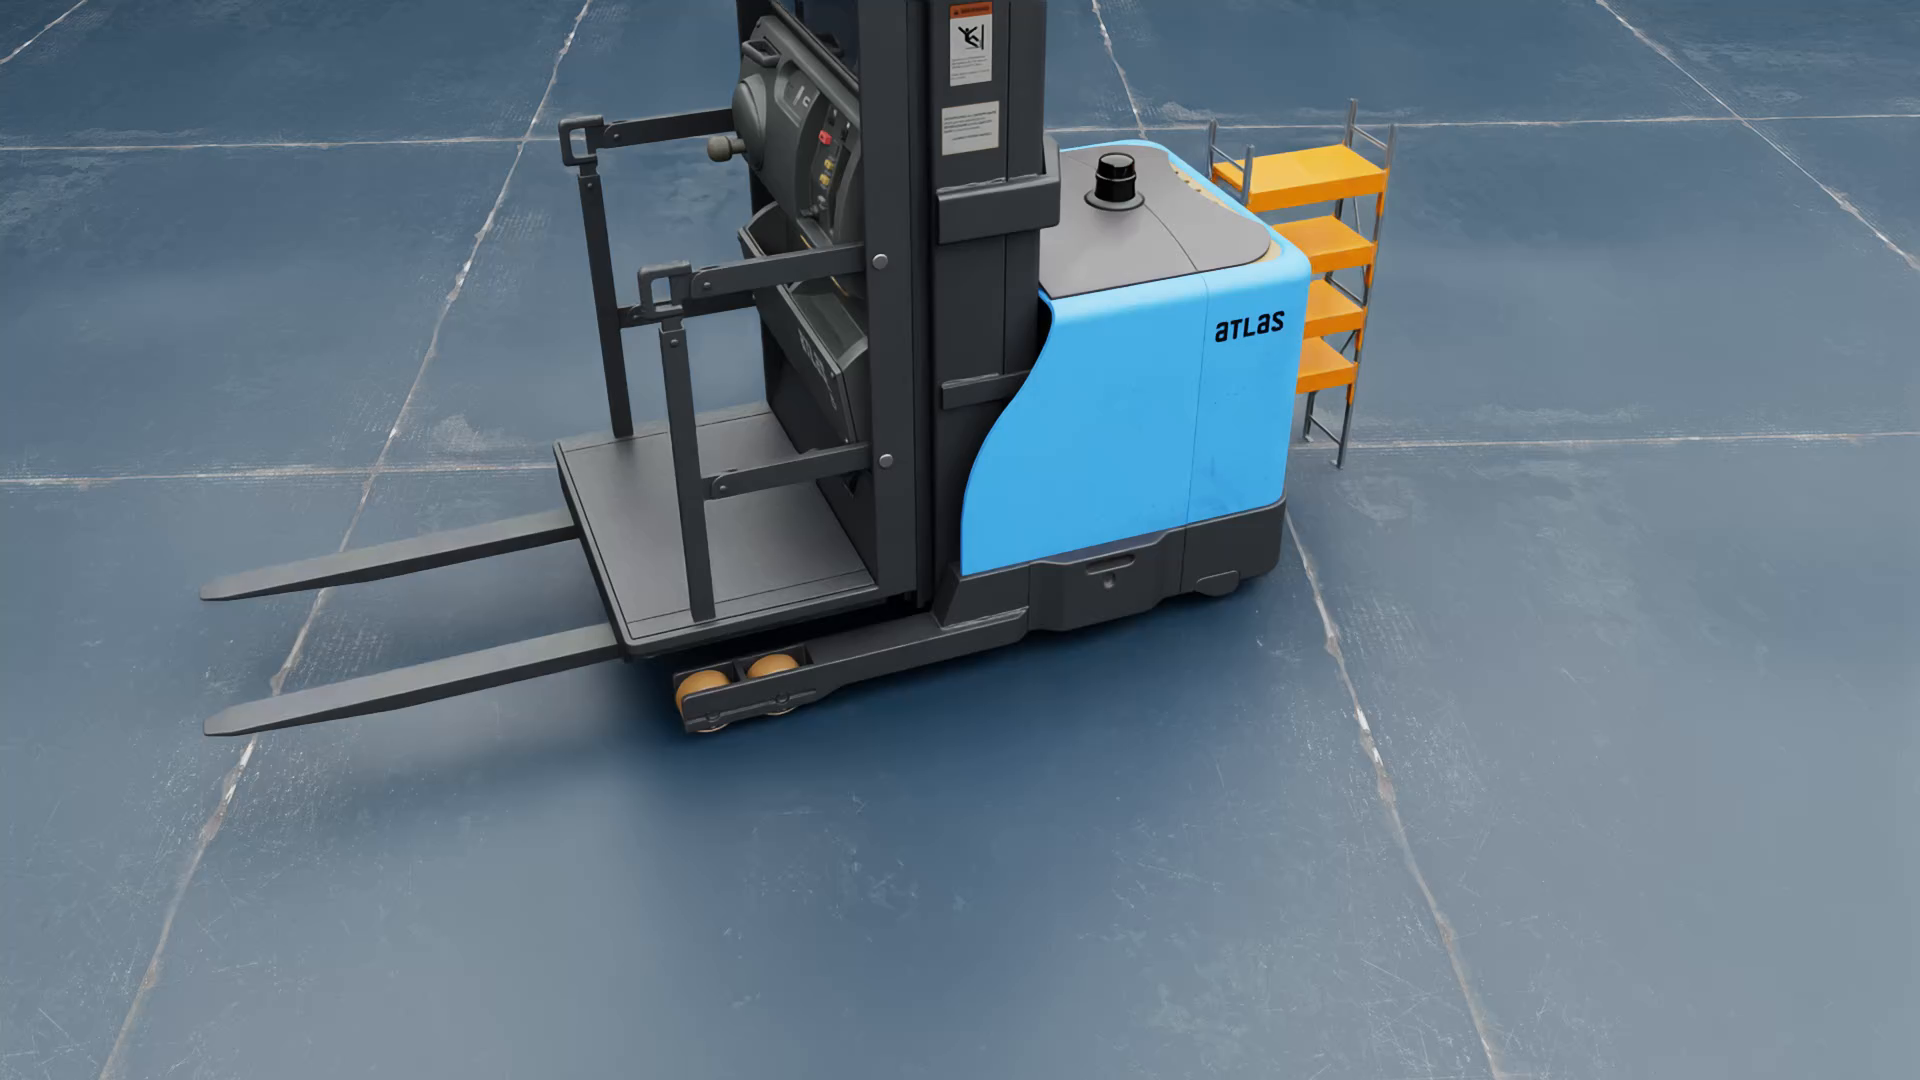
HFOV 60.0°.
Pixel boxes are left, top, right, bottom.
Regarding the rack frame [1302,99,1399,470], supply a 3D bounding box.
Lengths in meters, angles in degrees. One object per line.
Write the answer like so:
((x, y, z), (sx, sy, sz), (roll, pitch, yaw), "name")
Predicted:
((1.243, -0.794, 5.343), (0.015, 1.200, 0.240), (-12, 37, -18), "rack frame")

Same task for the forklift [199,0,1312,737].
((-0.602, -1.026, 4.158), (3.031, 2.935, 1.130), (-13, 37, -18), "forklift")

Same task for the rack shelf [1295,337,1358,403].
((1.015, -0.525, 5.419), (0.480, 0.148, 0.258), (-12, 37, -18), "rack shelf")

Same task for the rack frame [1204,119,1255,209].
((0.790, -0.694, 5.193), (0.015, 1.200, 0.240), (-12, 37, -18), "rack frame")

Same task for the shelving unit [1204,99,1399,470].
((1.016, -0.744, 5.268), (0.503, 1.200, 0.258), (-12, 37, -18), "shelving unit")

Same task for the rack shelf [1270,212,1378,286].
((1.017, -0.873, 5.179), (0.480, 0.148, 0.258), (-12, 37, -18), "rack shelf")

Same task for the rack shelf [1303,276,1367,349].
((1.016, -0.689, 5.306), (0.480, 0.148, 0.258), (-12, 37, -18), "rack shelf")

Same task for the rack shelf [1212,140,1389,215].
((1.019, -1.068, 5.045), (0.480, 0.148, 0.258), (-12, 37, -18), "rack shelf")
